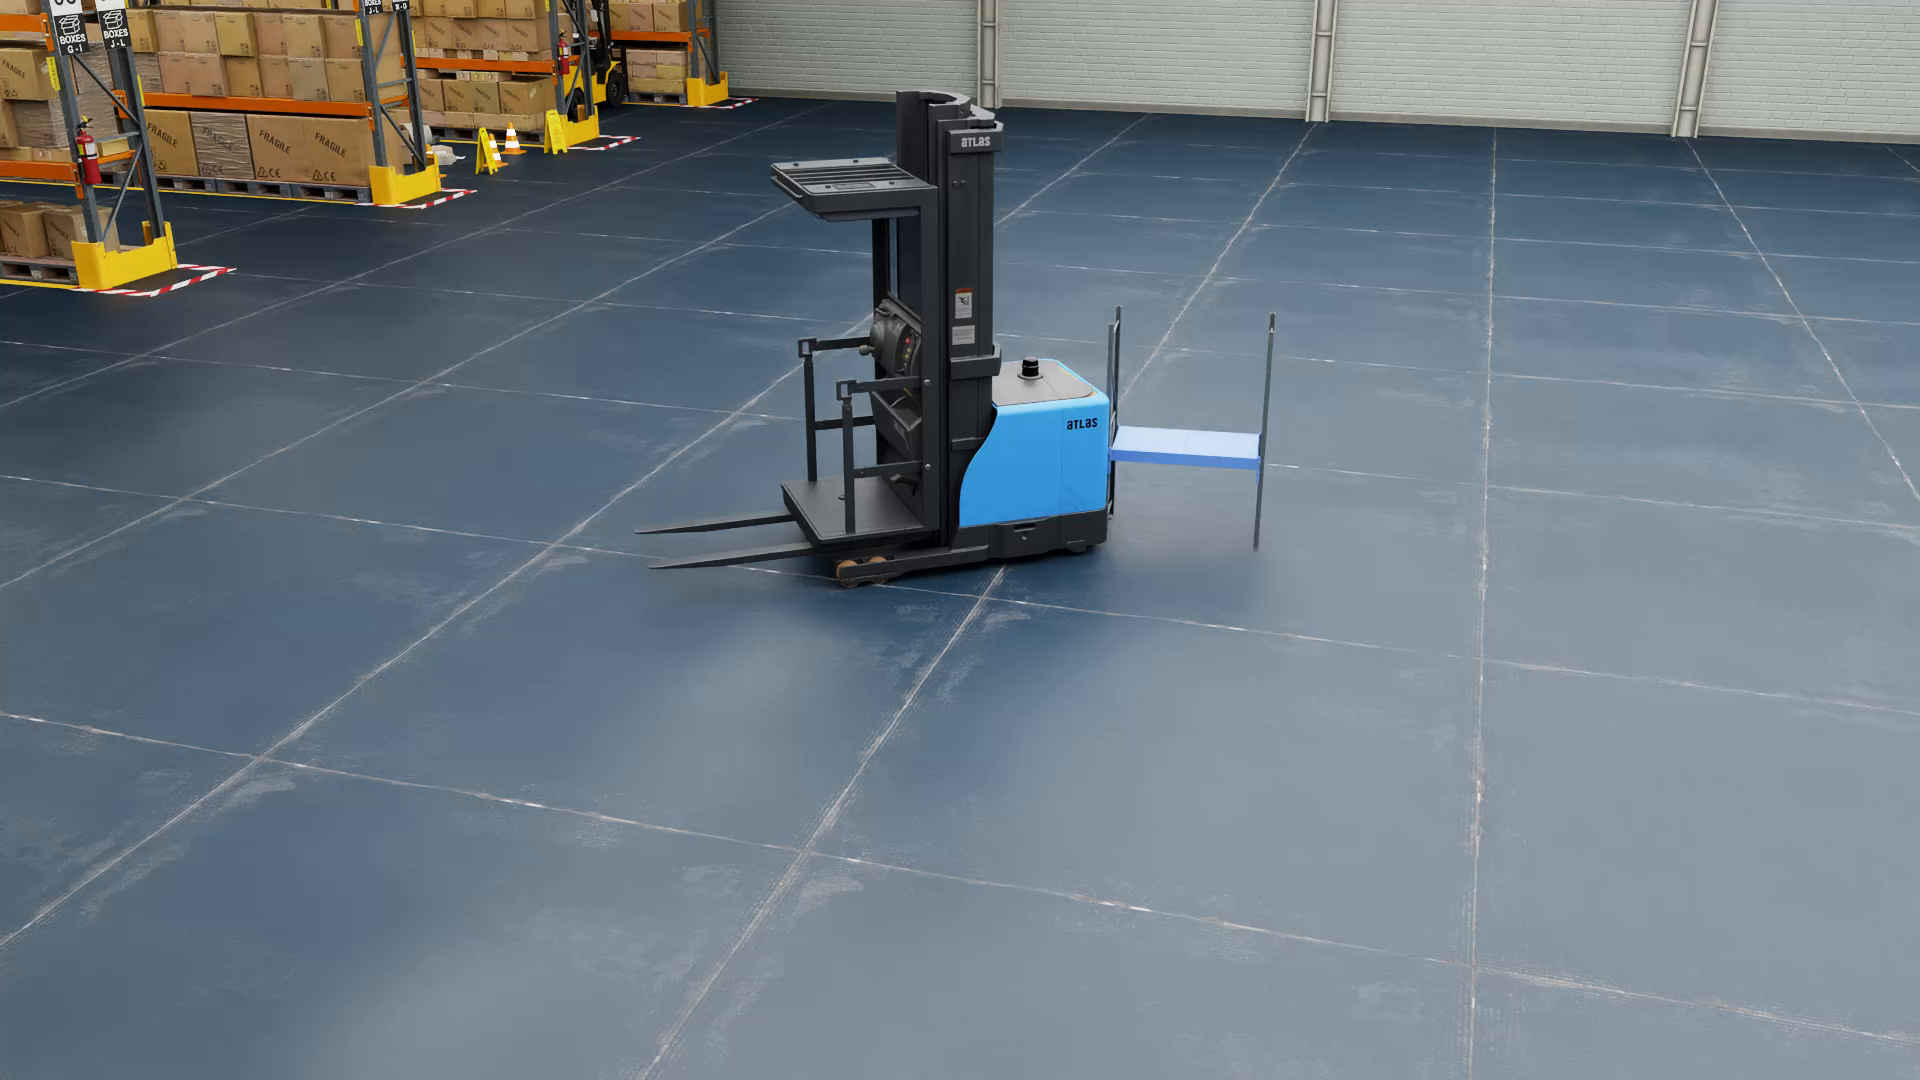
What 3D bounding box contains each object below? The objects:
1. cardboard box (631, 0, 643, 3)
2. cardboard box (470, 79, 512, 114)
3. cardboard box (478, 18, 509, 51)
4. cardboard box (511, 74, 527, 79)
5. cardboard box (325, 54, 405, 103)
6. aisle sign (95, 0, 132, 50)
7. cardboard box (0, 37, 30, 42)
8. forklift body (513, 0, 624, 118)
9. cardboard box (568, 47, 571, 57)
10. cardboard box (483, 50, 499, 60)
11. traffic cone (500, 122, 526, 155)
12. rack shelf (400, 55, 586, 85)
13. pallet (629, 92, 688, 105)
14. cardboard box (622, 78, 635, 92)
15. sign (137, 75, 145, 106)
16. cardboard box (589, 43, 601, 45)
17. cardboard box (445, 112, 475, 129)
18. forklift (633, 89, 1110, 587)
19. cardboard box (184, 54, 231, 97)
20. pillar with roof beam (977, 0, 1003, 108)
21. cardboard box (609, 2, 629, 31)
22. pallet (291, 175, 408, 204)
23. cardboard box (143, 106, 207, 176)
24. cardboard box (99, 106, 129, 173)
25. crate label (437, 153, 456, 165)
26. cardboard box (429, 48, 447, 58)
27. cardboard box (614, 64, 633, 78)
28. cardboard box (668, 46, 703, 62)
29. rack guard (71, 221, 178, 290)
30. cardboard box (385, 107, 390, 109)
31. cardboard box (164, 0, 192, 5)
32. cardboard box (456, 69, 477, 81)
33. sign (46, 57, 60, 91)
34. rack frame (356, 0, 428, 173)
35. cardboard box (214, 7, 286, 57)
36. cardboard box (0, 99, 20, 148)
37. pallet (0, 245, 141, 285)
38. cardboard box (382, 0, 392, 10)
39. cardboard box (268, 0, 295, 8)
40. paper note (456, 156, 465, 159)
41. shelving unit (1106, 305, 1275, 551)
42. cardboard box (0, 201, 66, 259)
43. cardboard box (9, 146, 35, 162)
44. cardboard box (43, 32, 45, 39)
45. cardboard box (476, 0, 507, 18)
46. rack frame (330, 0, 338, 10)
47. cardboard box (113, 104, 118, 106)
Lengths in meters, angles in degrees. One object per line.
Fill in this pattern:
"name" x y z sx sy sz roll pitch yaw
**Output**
"cardboard box" -5.919 -10.066 30.871 0.250 0.149 0.380 6 23 15
"cardboard box" -7.562 -7.199 26.949 0.500 0.500 0.500 7 23 17
"cardboard box" -7.296 -8.080 26.493 0.500 0.500 0.500 7 23 16
"cardboard box" -7.436 -7.397 27.432 0.500 0.500 0.500 6 23 14
"cardboard box" -7.920 -6.165 22.149 0.550 0.550 0.875 7 23 16
"aisle sign" -8.935 -5.585 17.508 0.004 0.787 0.394 7 23 16
"cardboard box" -10.485 -5.197 18.147 0.500 0.500 0.500 7 23 16
"forklift body" -7.131 -8.837 29.979 1.214 2.155 2.313 7 23 16
"cardboard box" -6.484 -7.877 26.851 0.250 0.149 0.380 7 23 16
"cardboard box" -7.407 -7.768 26.587 0.250 0.149 0.380 7 23 16
"traffic cone" -7.003 -6.285 25.983 0.334 0.463 0.336 7 23 16
"rack shelf" -8.133 -7.767 27.201 4.000 0.370 1.077 7 23 16
"pallet" -5.533 -8.463 31.624 1.213 0.211 1.003 7 23 16
"cardboard box" -6.279 -8.659 31.498 0.500 0.250 0.500 7 23 16
"sign" -8.925 -4.878 18.068 0.005 0.325 0.100 7 23 16
"cardboard box" -7.121 -9.414 32.019 0.500 0.250 0.500 7 23 16
"cardboard box" -8.066 -6.909 27.230 0.500 0.250 0.500 6 23 14
"forklift" -0.594 -1.280 10.529 3.031 2.935 1.130 -7 23 -17
"cardboard box" -10.008 -6.389 22.695 0.550 0.550 0.875 7 23 16
"pillar with roof beam" -0.694 -10.642 25.356 0.400 9.000 9.100 7 23 16
"cardboard box" -6.320 -9.806 31.091 0.500 0.500 0.500 6 23 14
"pallet" -8.340 -4.840 22.792 1.213 0.211 1.003 7 23 15
"cardboard box" -10.799 -5.626 23.280 0.875 0.875 0.875 7 23 16
"cardboard box" -12.002 -5.698 23.620 0.750 0.750 1.050 6 23 15
"crate label" -7.769 -5.758 25.126 0.298 0.136 0.250 -5 23 -12
"cardboard box" -8.368 -7.891 26.885 0.250 0.149 0.380 6 23 15
"cardboard box" -6.322 -8.886 31.390 0.500 0.250 0.500 6 23 14
"cardboard box" -5.194 -9.191 31.476 0.500 0.250 0.500 6 23 15
"rack guard" -9.154 -3.132 18.246 0.348 0.500 1.175 7 23 16
"cardboard box" -9.561 -7.425 27.501 0.500 0.500 0.500 8 24 18
"cardboard box" -13.013 -8.948 28.054 0.500 0.500 0.500 8 24 18
"cardboard box" -7.923 -7.517 26.870 0.250 0.149 0.380 8 23 18
"sign" -9.261 -4.762 16.986 0.005 0.325 0.100 7 23 16
"rack frame" -7.552 -6.071 22.118 0.127 3.000 1.000 7 23 16
"cardboard box" -9.491 -6.843 22.380 0.500 0.550 0.875 7 23 16
"cardboard box" -10.113 -4.545 17.875 0.500 0.500 0.875 7 23 16
"pallet" -9.922 -3.100 18.550 1.213 0.211 1.003 7 23 16
"cardboard box" -9.207 -8.775 26.868 0.500 0.500 0.700 7 23 16
"cardboard box" -11.032 -8.718 27.495 0.500 0.500 0.500 7 23 16
"paper note" -7.699 -5.887 25.582 0.142 0.019 0.148 -1 22 -3
"shelving unit" 1.520 -0.752 11.128 1.048 1.500 0.538 4 23 10
"cardboard box" -10.256 -3.445 18.458 0.500 0.500 0.500 13 26 29
"cardboard box" -9.907 -4.156 17.781 0.250 0.149 0.380 7 23 16
"cardboard box" -12.351 -7.126 23.241 0.500 0.500 0.700 6 23 15
"cardboard box" -7.253 -8.562 26.349 0.500 0.500 0.700 7 23 16
"rack frame" -10.048 -8.319 27.599 0.127 3.000 1.000 7 23 16
"cardboard box" -14.515 -8.075 29.249 0.875 0.875 0.875 6 23 15
